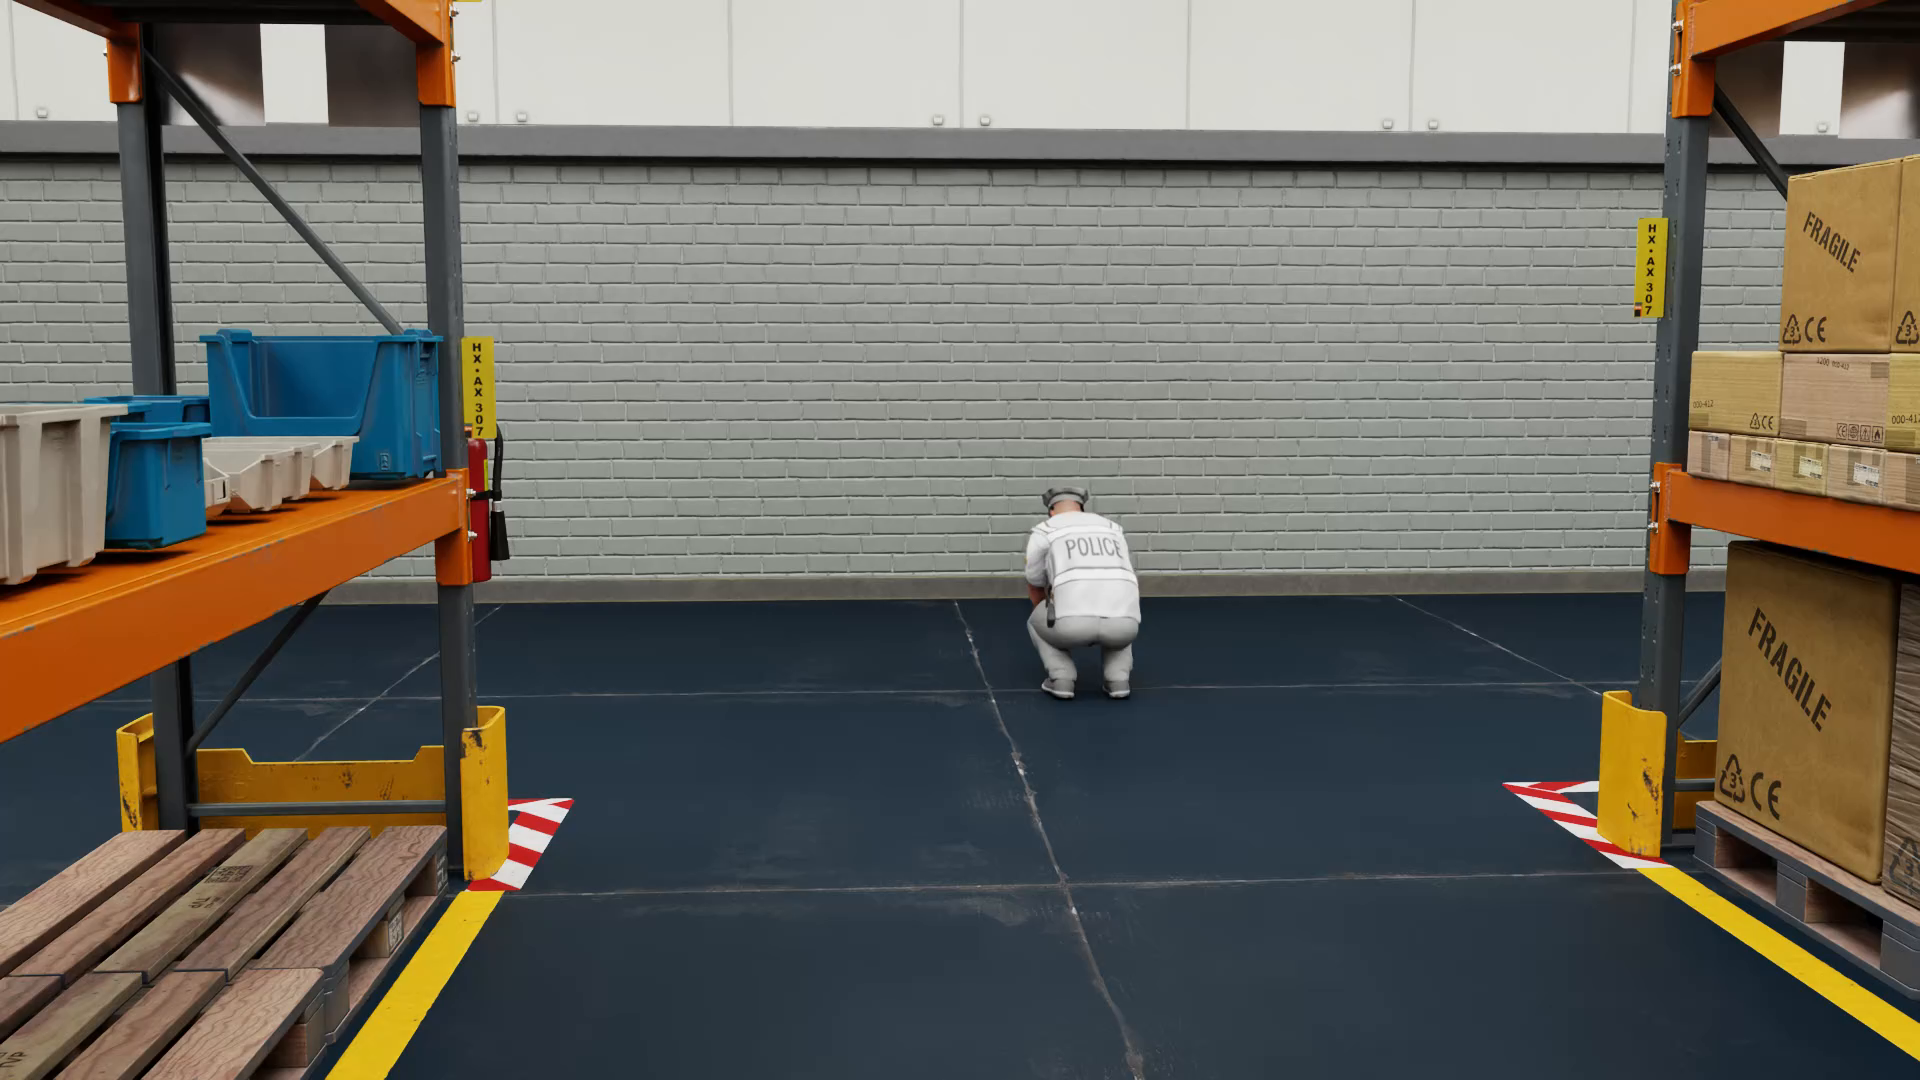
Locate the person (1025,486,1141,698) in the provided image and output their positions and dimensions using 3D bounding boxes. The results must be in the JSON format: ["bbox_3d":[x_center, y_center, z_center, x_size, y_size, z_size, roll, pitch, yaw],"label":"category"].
[{"bbox_3d":[0.611,0.250,8.309,0.556,1.009,0.895,0,7,-4],"label":"person"}]
